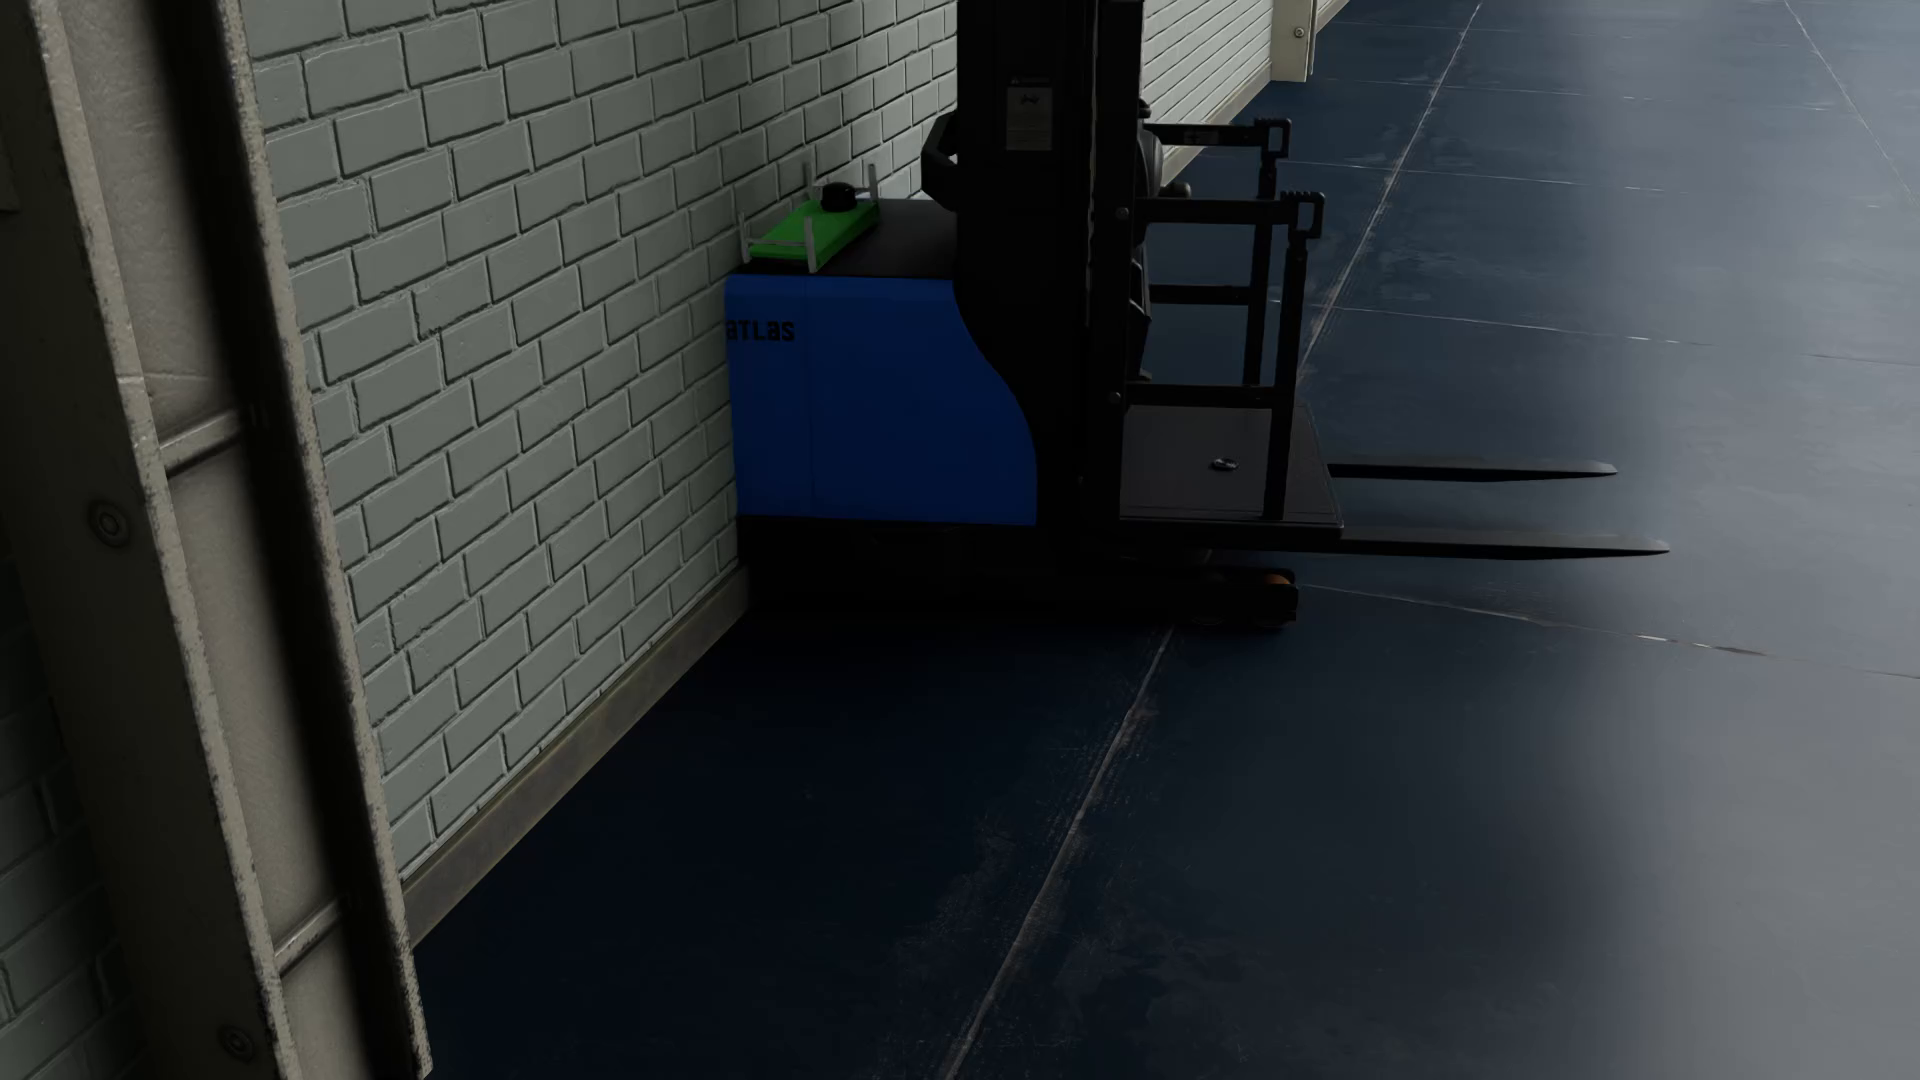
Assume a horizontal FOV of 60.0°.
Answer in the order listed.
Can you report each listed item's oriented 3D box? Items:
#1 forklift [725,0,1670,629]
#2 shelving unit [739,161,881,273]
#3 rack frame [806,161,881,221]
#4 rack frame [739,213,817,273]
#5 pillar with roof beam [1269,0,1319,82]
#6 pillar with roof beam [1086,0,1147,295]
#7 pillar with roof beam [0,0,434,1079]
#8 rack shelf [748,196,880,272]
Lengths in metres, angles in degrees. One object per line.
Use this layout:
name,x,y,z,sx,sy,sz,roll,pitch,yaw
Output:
forklift,0.730,-1.286,5.043,3.031,2.935,1.130,2,26,4
shelving unit,-0.424,-0.553,5.358,0.258,1.200,0.503,7,32,19
rack frame,-0.340,-0.674,5.553,0.240,1.200,0.015,7,32,19
rack frame,-0.507,-0.432,5.163,0.240,1.200,0.015,7,32,19
pillar with roof beam,6.744,-7.200,10.293,9.100,9.000,0.400,9,27,17
pillar with roof beam,4.747,-4.734,5.201,9.100,9.000,0.400,9,27,17
pillar with roof beam,2.751,-2.268,0.108,9.100,9.000,0.400,9,27,17
rack shelf,-0.452,-0.911,5.148,0.258,0.148,0.480,7,32,19
